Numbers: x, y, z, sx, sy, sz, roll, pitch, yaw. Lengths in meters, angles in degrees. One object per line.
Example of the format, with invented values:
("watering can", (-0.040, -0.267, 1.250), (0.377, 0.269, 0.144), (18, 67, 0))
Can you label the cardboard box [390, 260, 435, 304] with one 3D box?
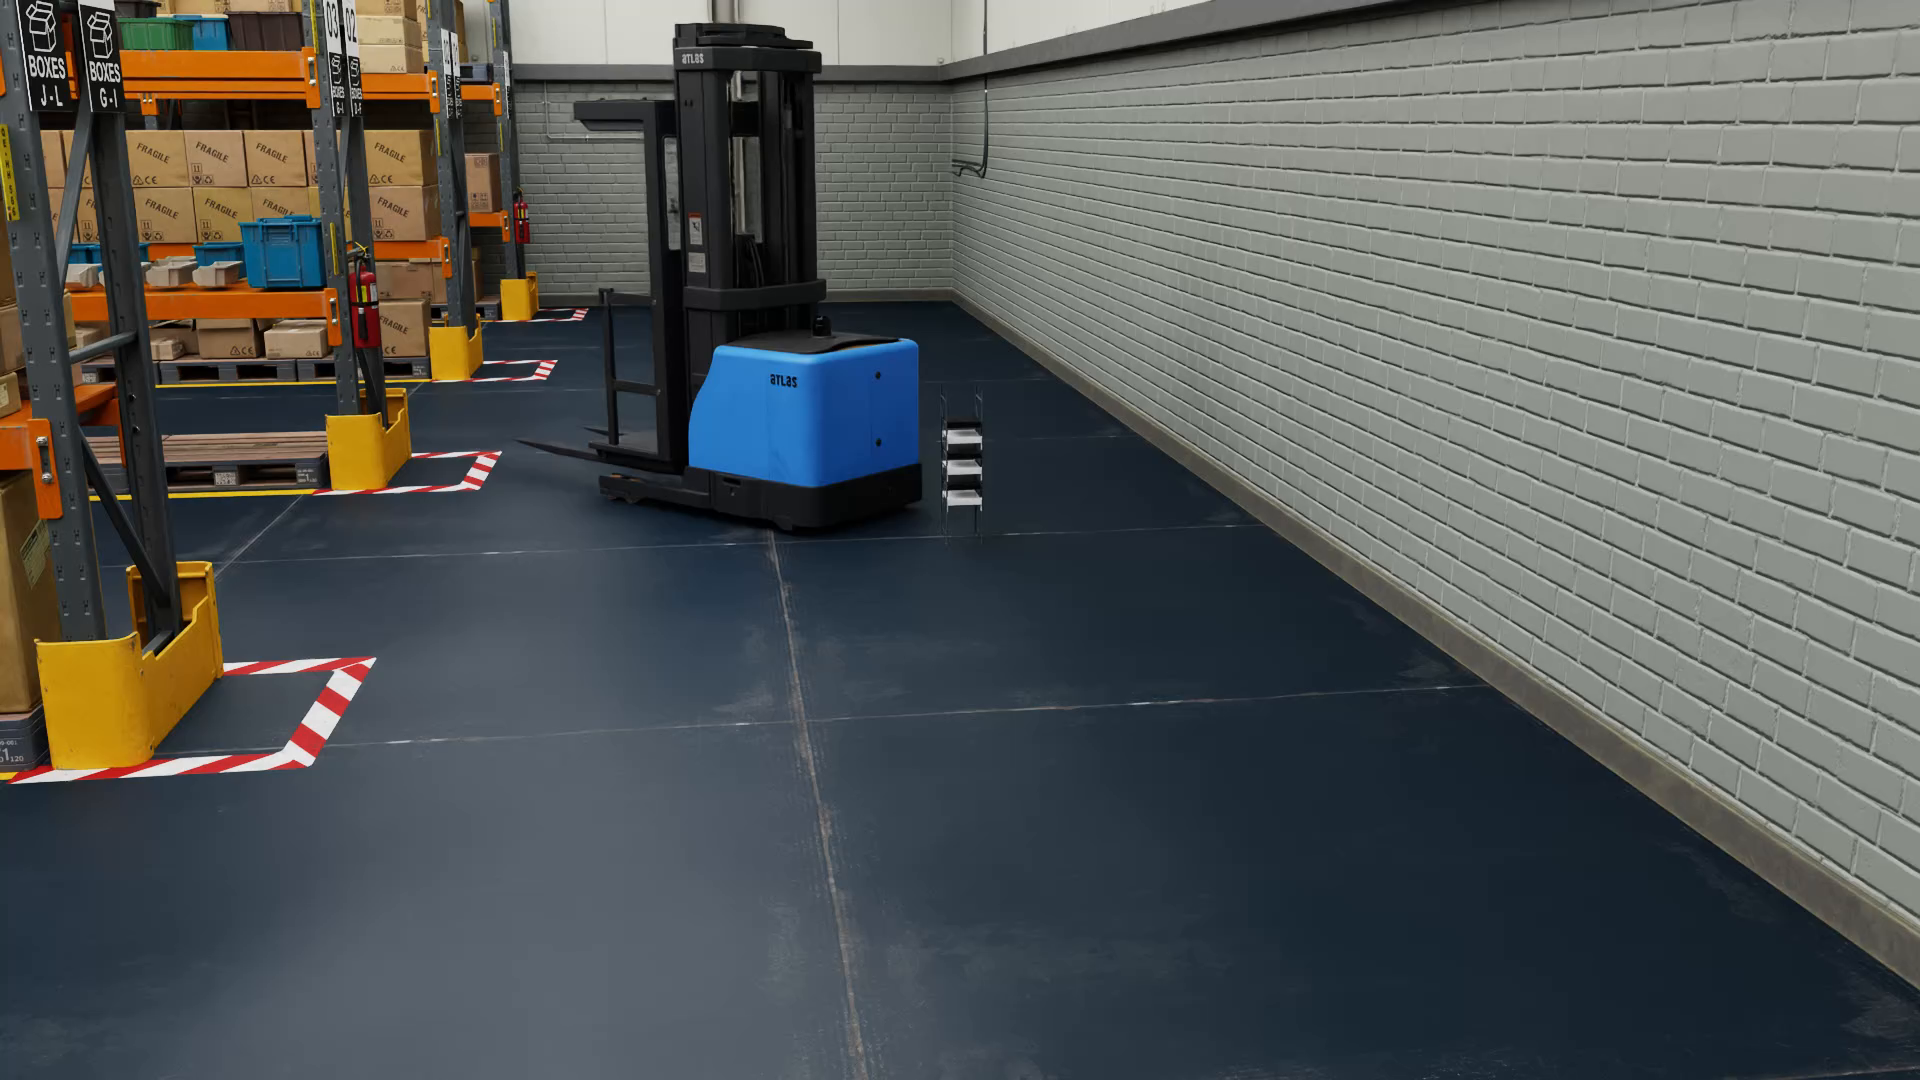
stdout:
("cardboard box", (-6.760, -3.228, 20.704), (0.500, 0.500, 0.700), (-2, 14, -8))

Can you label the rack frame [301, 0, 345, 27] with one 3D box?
("rack frame", (-4.112, -4.832, 10.489), (0.127, 3.000, 1.000), (-2, 14, -8))

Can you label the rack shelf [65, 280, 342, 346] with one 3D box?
("rack shelf", (-6.090, -1.500, 11.017), (4.000, 0.370, 1.077), (-2, 14, -8))

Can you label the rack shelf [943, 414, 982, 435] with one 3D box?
("rack shelf", (0.008, -0.666, 9.556), (0.200, 0.077, 0.258), (-2, 14, -8))

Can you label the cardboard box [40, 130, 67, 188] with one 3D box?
("cardboard box", (-8.294, -3.451, 15.056), (0.500, 0.500, 0.500), (-2, 14, -7))

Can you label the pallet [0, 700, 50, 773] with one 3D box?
("pallet", (-4.153, 0.670, 6.616), (1.213, 0.211, 1.003), (-2, 14, -8))

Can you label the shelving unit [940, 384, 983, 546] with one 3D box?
("shelving unit", (0.008, -0.437, 9.614), (0.210, 0.900, 0.258), (-2, 14, -8))

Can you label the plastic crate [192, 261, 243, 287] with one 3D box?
("plastic crate", (-4.891, -1.750, 10.952), (0.243, 0.136, 0.396), (-2, 14, -8))

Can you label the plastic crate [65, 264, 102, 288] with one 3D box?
("plastic crate", (-5.742, -1.712, 10.799), (0.250, 0.136, 0.298), (-2, 14, -8))

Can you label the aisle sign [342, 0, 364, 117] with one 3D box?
("aisle sign", (-4.085, -3.257, 11.197), (0.004, 0.787, 0.394), (-2, 14, -8))

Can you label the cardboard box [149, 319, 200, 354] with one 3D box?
("cardboard box", (-7.539, -1.994, 16.128), (0.500, 0.311, 0.500), (-2, 14, -8))

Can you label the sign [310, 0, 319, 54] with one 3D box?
("sign", (-4.014, -3.194, 10.341), (0.005, 0.325, 0.100), (-2, 14, -8))

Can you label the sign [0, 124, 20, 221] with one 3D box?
("sign", (-3.307, -1.276, 5.776), (0.005, 0.325, 0.100), (-2, 14, -8))

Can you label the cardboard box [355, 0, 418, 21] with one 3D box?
("cardboard box", (-5.352, -5.079, 15.381), (0.500, 0.500, 0.700), (-2, 14, -8))

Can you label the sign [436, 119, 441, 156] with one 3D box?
("sign", (-4.783, -3.694, 15.255), (0.005, 0.325, 0.100), (-2, 14, -8))

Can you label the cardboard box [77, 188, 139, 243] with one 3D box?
("cardboard box", (-7.751, -2.989, 15.269), (0.500, 0.500, 0.500), (-2, 14, -7))

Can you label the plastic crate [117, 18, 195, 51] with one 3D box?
("plastic crate", (-5.045, -3.170, 10.463), (0.336, 0.188, 0.450), (-2, 14, -8))

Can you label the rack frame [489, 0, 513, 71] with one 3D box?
("rack frame", (-5.588, -7.215, 19.991), (0.127, 3.000, 1.000), (-2, 14, -8))

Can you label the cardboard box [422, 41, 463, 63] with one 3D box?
("cardboard box", (-6.273, -5.849, 19.950), (0.500, 0.250, 0.500), (-2, 14, -7))

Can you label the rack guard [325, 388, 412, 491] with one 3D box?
("rack guard", (-4.090, -0.713, 11.538), (0.348, 0.500, 1.175), (-2, 14, -8))

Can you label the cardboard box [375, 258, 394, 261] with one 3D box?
("cardboard box", (-7.171, -3.577, 20.760), (0.250, 0.149, 0.380), (-2, 14, -8))

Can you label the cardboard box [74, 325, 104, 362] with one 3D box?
("cardboard box", (-8.354, -1.841, 15.519), (0.500, 0.311, 0.500), (-2, 14, -8))

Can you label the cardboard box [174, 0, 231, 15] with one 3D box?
("cardboard box", (-6.846, -5.042, 15.233), (0.500, 0.500, 0.700), (-2, 14, -8))

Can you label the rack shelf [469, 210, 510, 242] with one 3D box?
("rack shelf", (-7.566, -3.883, 20.519), (4.000, 0.370, 1.077), (-2, 14, -8))

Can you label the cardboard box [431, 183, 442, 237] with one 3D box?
("cardboard box", (-5.324, -3.209, 16.147), (0.500, 0.500, 0.500), (-2, 14, -7))

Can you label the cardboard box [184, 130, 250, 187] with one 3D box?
("cardboard box", (-6.765, -3.508, 15.281), (0.500, 0.500, 0.500), (-2, 14, -7))

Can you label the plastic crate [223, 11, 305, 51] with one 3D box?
("plastic crate", (-4.534, -3.366, 11.081), (0.590, 0.269, 0.497), (-2, 14, -8))

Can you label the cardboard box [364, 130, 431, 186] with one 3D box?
("cardboard box", (-5.245, -3.565, 15.508), (0.500, 0.500, 0.500), (-2, 14, -9))

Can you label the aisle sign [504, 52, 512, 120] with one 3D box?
("aisle sign", (-5.472, -5.496, 20.127), (0.004, 0.787, 0.394), (-2, 14, -8))

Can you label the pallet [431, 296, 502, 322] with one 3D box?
("pallet", (-6.367, -2.904, 20.869), (1.213, 0.211, 1.003), (-2, 14, -8))

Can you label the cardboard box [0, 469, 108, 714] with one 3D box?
("cardboard box", (-3.995, 0.139, 6.506), (0.875, 0.875, 0.875), (-2, 14, -8))

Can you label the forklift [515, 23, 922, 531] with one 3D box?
("forklift", (-1.709, -1.741, 10.639), (3.031, 2.935, 1.130), (11, 18, 37))

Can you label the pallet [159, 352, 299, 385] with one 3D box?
("pallet", (-6.913, -1.685, 16.009), (1.213, 0.211, 1.003), (-2, 14, -8))

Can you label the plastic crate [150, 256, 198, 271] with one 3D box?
("plastic crate", (-5.406, -1.877, 11.458), (0.298, 0.136, 0.250), (-2, 14, -8))

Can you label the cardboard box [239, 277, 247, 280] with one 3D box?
("cardboard box", (-8.789, -3.154, 20.405), (0.500, 0.500, 0.700), (-2, 14, -8))

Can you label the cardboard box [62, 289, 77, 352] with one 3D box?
("cardboard box", (-3.889, -0.849, 6.640), (0.500, 0.250, 0.500), (-2, 14, -10))

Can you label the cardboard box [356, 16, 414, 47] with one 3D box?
("cardboard box", (-5.316, -4.658, 15.244), (0.500, 0.250, 0.500), (-2, 14, -8))

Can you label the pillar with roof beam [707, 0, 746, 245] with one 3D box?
("pillar with roof beam", (-2.406, -6.485, 17.082), (0.400, 9.000, 9.100), (-2, 14, -8))

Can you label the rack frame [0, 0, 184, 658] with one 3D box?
("rack frame", (-3.374, -0.730, 6.468), (0.127, 3.000, 1.000), (-2, 14, -8))

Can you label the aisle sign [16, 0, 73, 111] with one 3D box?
("aisle sign", (-3.258, -1.922, 5.874), (0.004, 0.787, 0.394), (-2, 14, -8))

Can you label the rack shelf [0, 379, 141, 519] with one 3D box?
("rack shelf", (-5.352, -0.309, 6.266), (4.000, 0.370, 1.077), (-2, 14, -8))

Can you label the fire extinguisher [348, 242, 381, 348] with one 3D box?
("fire extinguisher", (-3.895, -1.600, 10.859), (0.183, 0.674, 0.296), (-2, 14, -8))

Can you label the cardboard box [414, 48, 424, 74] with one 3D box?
("cardboard box", (-5.392, -4.538, 15.793), (0.500, 0.250, 0.500), (-2, 14, -8))

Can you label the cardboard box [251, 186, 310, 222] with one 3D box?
("cardboard box", (-6.255, -3.044, 15.487), (0.500, 0.500, 0.500), (-2, 14, -8))

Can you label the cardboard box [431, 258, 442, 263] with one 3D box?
("cardboard box", (-6.365, -3.513, 20.504), (0.250, 0.149, 0.380), (-2, 14, -9))

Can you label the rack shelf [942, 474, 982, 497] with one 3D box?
("rack shelf", (0.008, -0.317, 9.644), (0.200, 0.077, 0.258), (-2, 14, -8))
